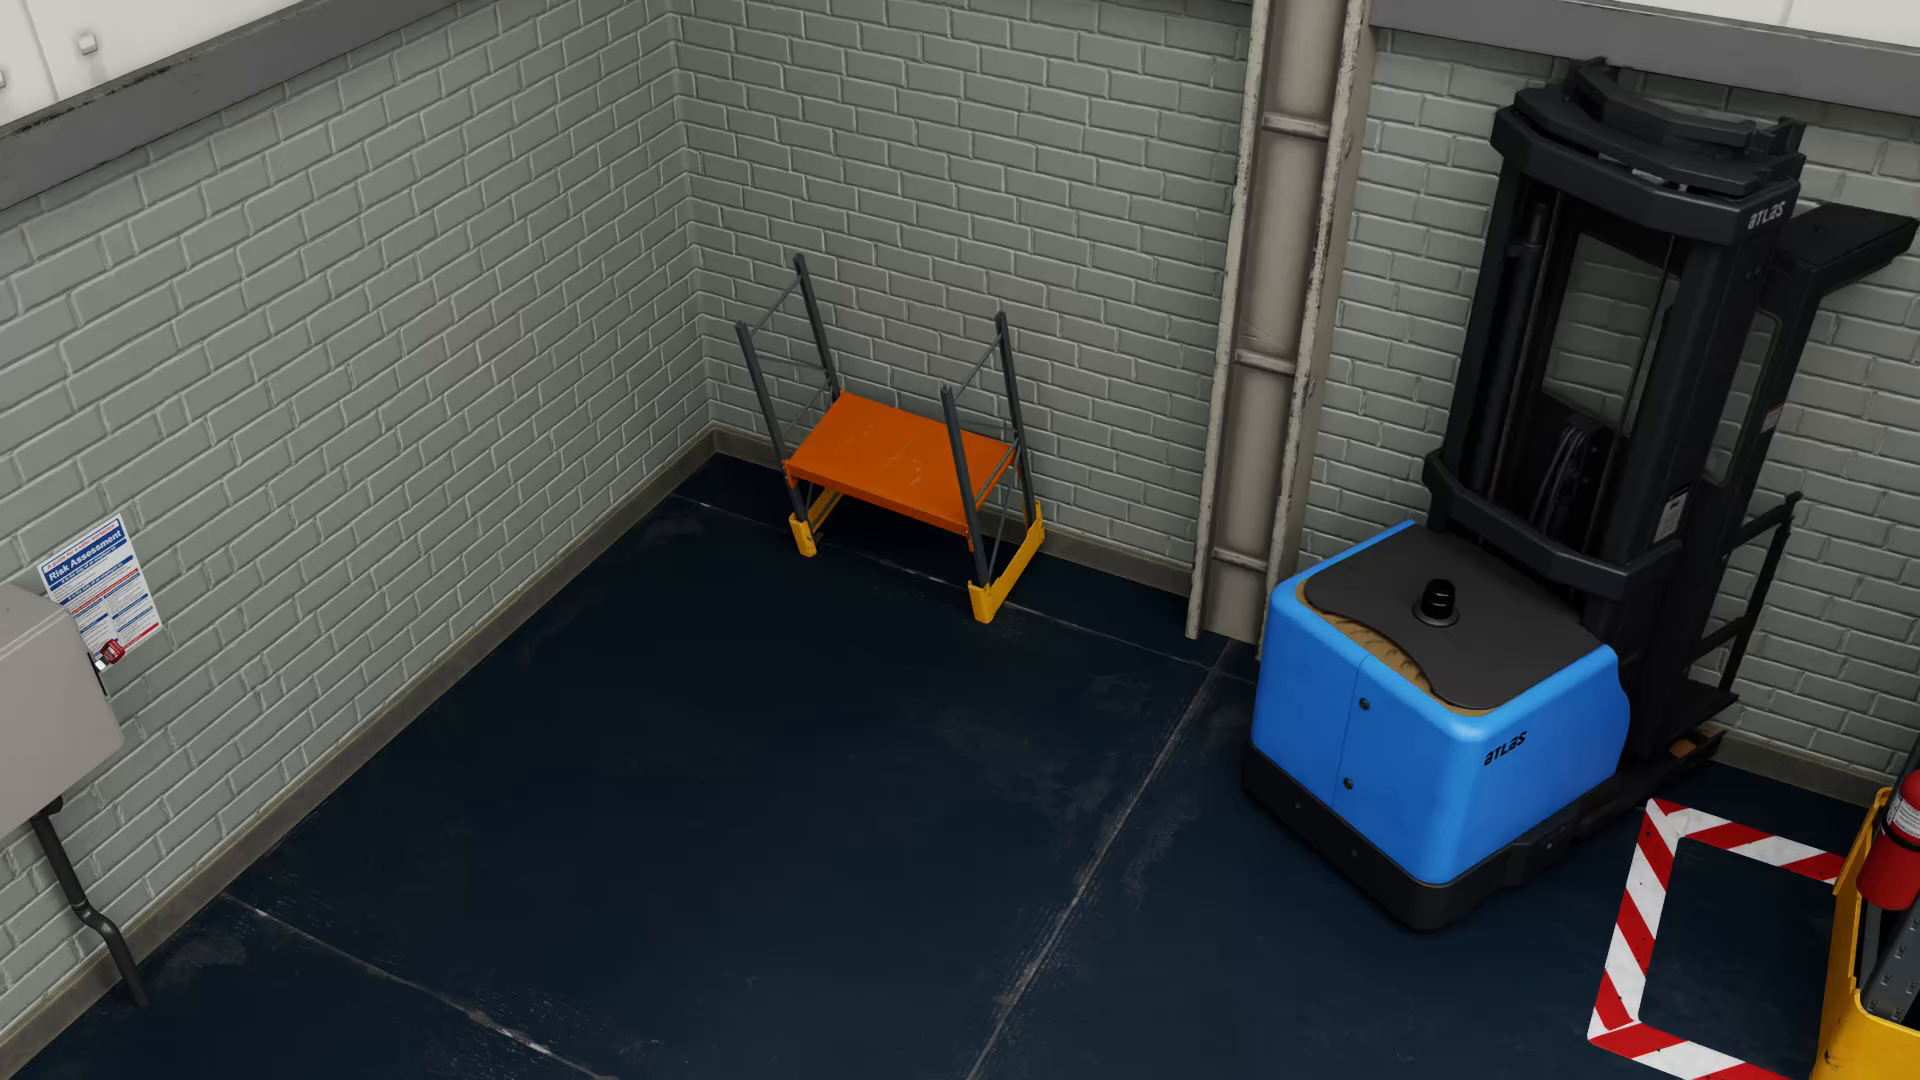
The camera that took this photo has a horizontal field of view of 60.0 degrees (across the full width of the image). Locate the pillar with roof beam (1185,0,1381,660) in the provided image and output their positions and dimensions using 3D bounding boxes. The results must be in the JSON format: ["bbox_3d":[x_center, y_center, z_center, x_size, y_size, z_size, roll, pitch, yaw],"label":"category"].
[{"bbox_3d":[-0.696,-0.857,1.956,0.400,9.000,9.100,17,41,21],"label":"pillar with roof beam"}]

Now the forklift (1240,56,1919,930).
[{"bbox_3d":[2.652,-0.412,6.388,3.031,2.935,1.130,-23,43,-27],"label":"forklift"}]

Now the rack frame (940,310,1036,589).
[{"bbox_3d":[0.155,-0.295,7.330,0.032,1.500,0.500,20,57,24],"label":"rack frame"}]

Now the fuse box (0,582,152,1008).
[{"bbox_3d":[-2.938,0.992,5.548,0.414,1.711,0.539,17,41,21],"label":"fuse box"}]

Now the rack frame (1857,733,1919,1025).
[{"bbox_3d":[3.263,0.455,5.189,0.127,3.000,1.000,17,41,21],"label":"rack frame"}]

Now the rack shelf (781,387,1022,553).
[{"bbox_3d":[-0.258,-0.337,7.674,1.000,0.185,0.538,20,57,24],"label":"rack shelf"}]

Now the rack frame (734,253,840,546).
[{"bbox_3d":[-0.720,-0.606,7.743,0.032,1.500,0.500,20,57,24],"label":"rack frame"}]

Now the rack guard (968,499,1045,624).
[{"bbox_3d":[0.223,0.094,7.815,0.087,0.250,0.587,20,57,24],"label":"rack guard"}]

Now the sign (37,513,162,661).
[{"bbox_3d":[-2.895,0.194,5.612,0.001,0.494,0.329,17,41,21],"label":"sign"}]

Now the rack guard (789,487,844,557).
[{"bbox_3d":[-0.634,-0.210,8.220,0.087,0.250,0.587,20,57,24],"label":"rack guard"}]

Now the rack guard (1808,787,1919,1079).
[{"bbox_3d":[3.331,1.472,5.917,0.348,0.500,1.175,17,41,21],"label":"rack guard"}]

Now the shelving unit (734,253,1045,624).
[{"bbox_3d":[-0.290,-0.453,7.540,1.083,1.500,0.587,20,57,24],"label":"shelving unit"}]

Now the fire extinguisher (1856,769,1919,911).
[{"bbox_3d":[2.920,0.842,5.052,0.183,0.674,0.296,17,41,21],"label":"fire extinguisher"}]
